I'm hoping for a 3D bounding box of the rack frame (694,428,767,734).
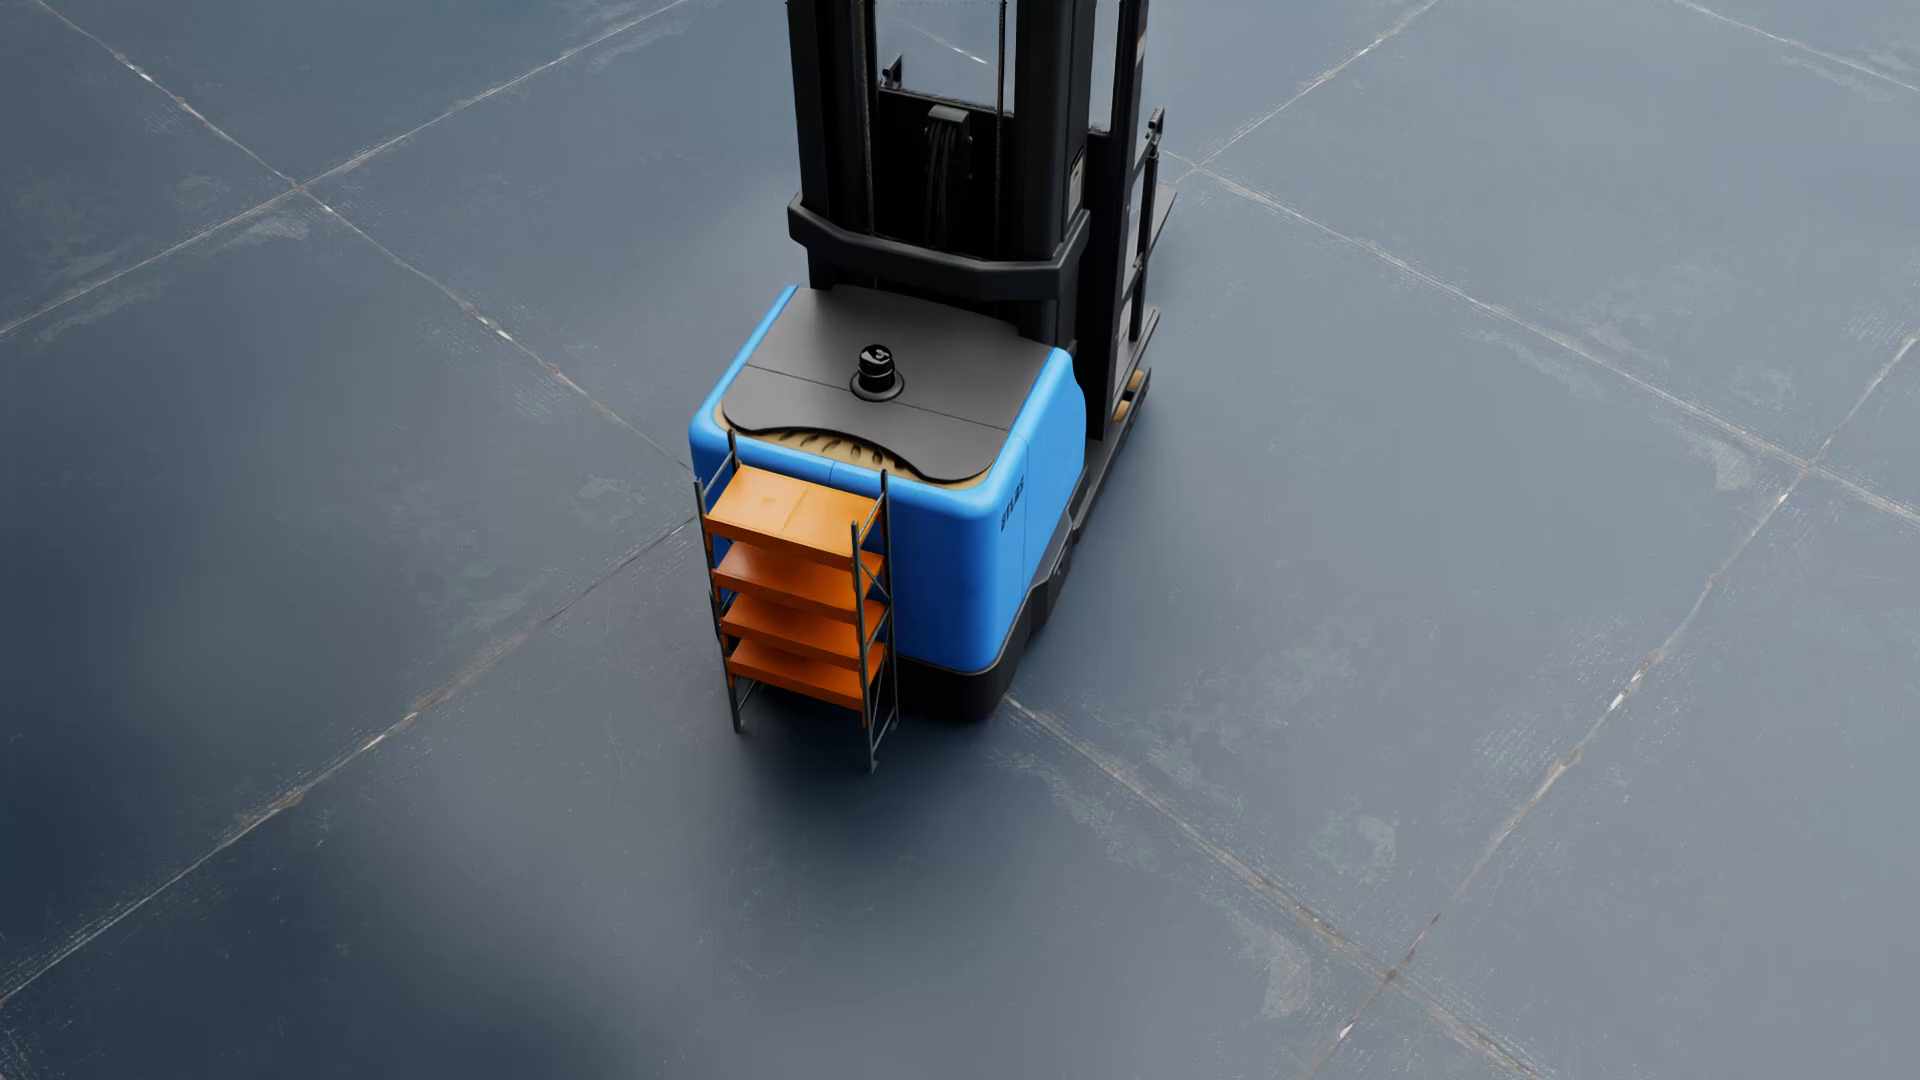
[{"bbox_3d":[-0.715,0.162,5.275,0.015,1.200,0.240,15,49,14],"label":"rack frame"}]

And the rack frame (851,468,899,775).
[{"bbox_3d":[-0.257,0.285,5.159,0.015,1.200,0.240,15,49,14],"label":"rack frame"}]

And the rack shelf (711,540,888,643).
[{"bbox_3d":[-0.486,0.116,5.103,0.480,0.148,0.258,15,49,14],"label":"rack shelf"}]

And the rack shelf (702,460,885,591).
[{"bbox_3d":[-0.486,-0.045,4.930,0.480,0.148,0.258,15,49,14],"label":"rack shelf"}]

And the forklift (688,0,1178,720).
[{"bbox_3d":[0.129,-1.496,5.644,1.130,2.935,3.031,15,49,14],"label":"forklift"}]

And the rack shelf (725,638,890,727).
[{"bbox_3d":[-0.486,0.405,5.411,0.480,0.148,0.258,15,49,14],"label":"rack shelf"}]

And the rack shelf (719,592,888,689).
[{"bbox_3d":[-0.486,0.269,5.266,0.480,0.148,0.258,15,49,14],"label":"rack shelf"}]

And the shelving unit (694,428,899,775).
[{"bbox_3d":[-0.486,0.223,5.217,0.503,1.200,0.258,15,49,14],"label":"shelving unit"}]
